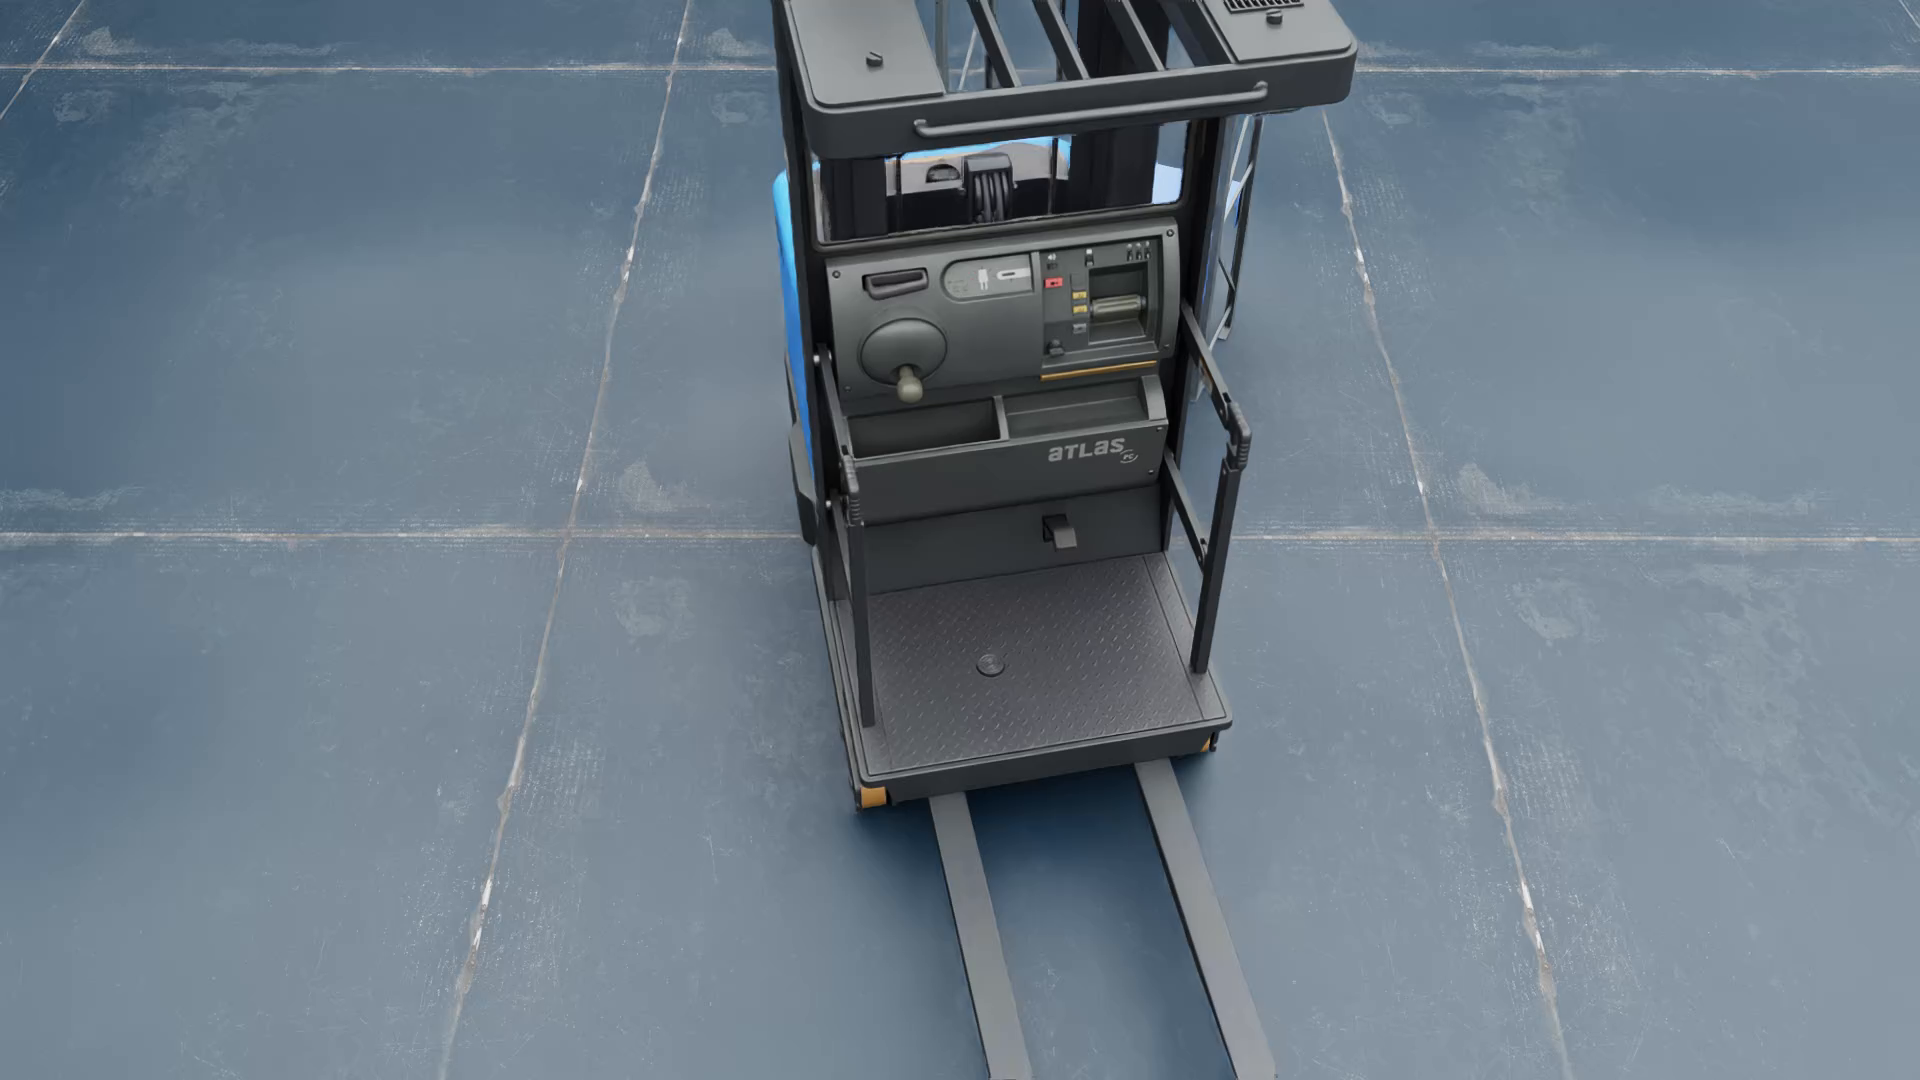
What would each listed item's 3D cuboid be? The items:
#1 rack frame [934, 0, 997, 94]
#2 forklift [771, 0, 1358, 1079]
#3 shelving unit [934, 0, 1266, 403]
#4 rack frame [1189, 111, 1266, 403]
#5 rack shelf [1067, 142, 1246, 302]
[{"bbox_3d":[0.025,-1.480,6.103,0.032,1.500,0.500,17,49,15],"label":"rack frame"},{"bbox_3d":[0.166,-0.499,4.212,1.130,2.935,3.031,-8,48,-8],"label":"forklift"},{"bbox_3d":[0.495,-1.338,5.971,1.048,1.500,0.538,17,49,15],"label":"shelving unit"},{"bbox_3d":[0.964,-1.196,5.838,0.032,1.500,0.500,17,49,15],"label":"rack frame"},{"bbox_3d":[0.495,-1.215,6.102,1.000,0.185,0.538,17,49,15],"label":"rack shelf"}]
